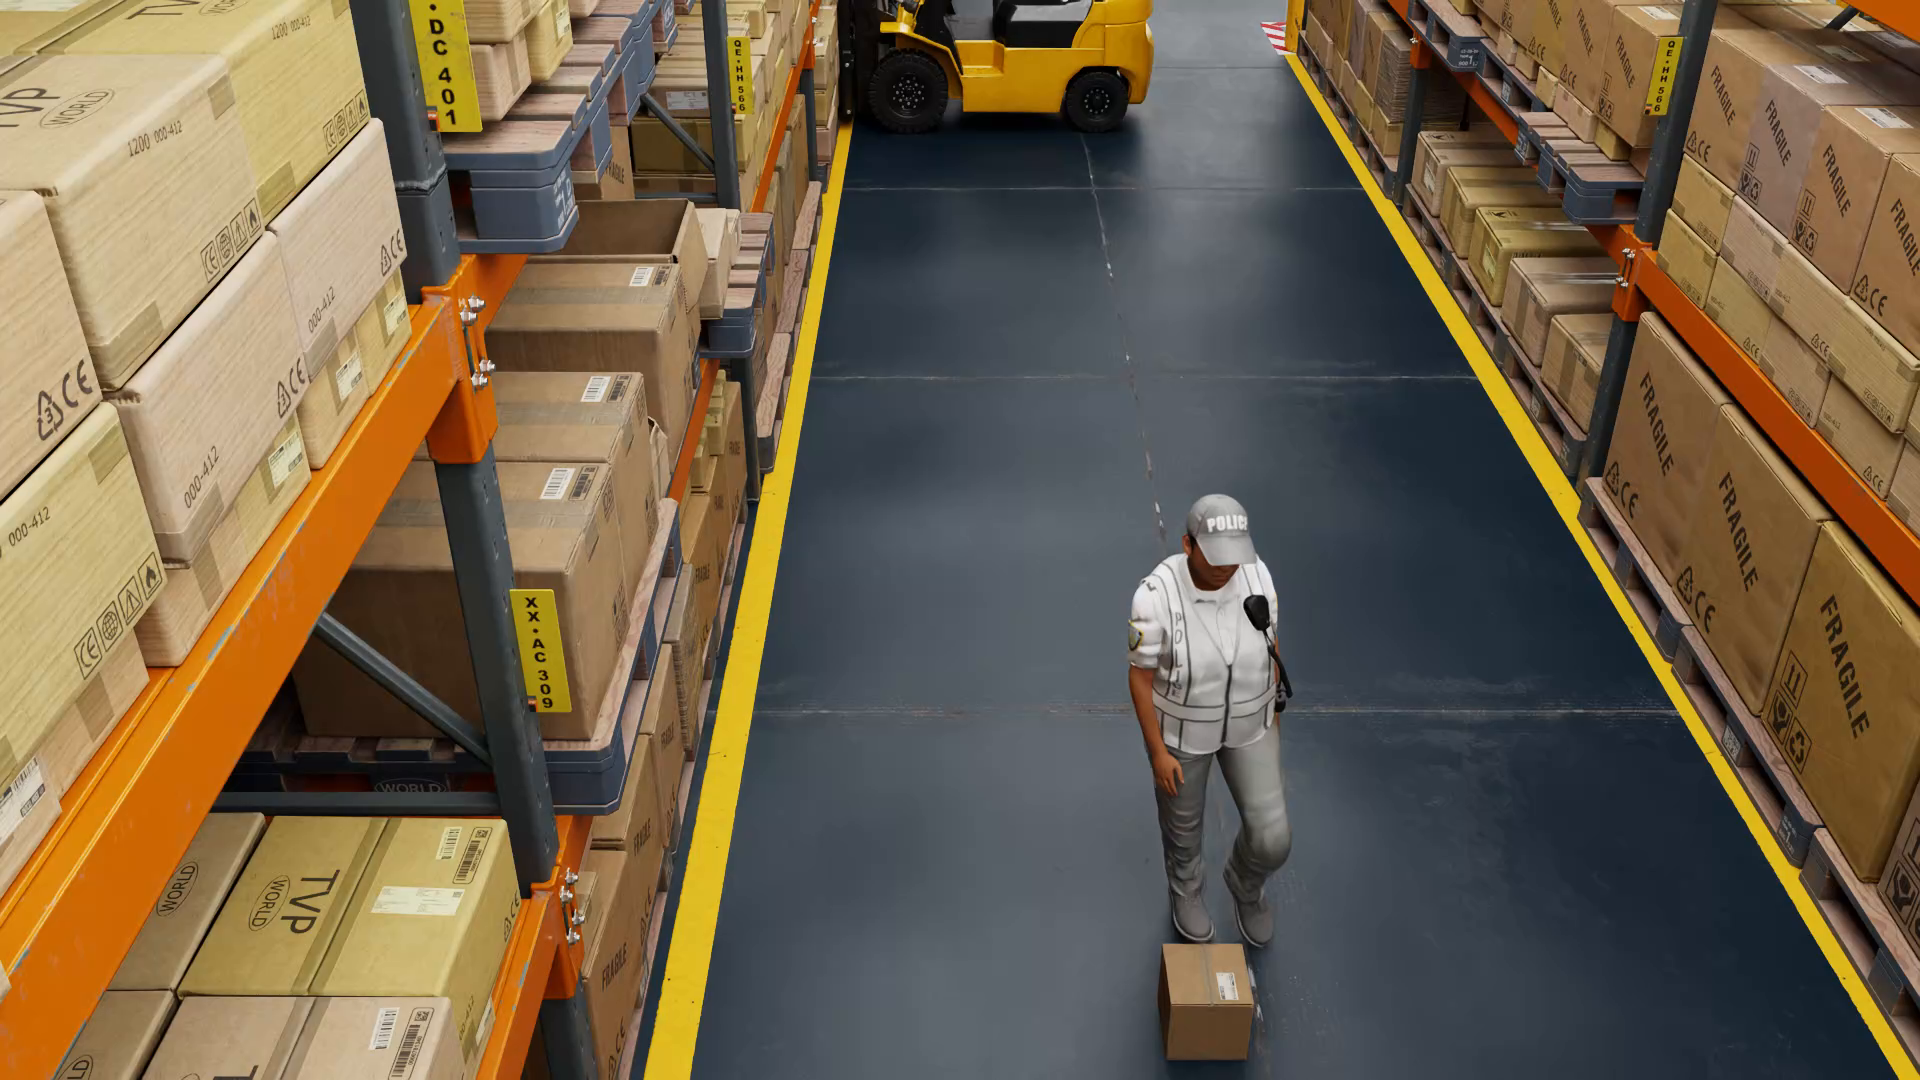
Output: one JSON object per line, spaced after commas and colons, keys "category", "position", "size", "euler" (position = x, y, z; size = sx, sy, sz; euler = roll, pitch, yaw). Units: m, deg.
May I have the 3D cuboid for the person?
{"category": "person", "position": [0.775, 0.608, 5.139], "size": [0.544, 1.676, 0.489], "euler": [-4, 32, -7]}
